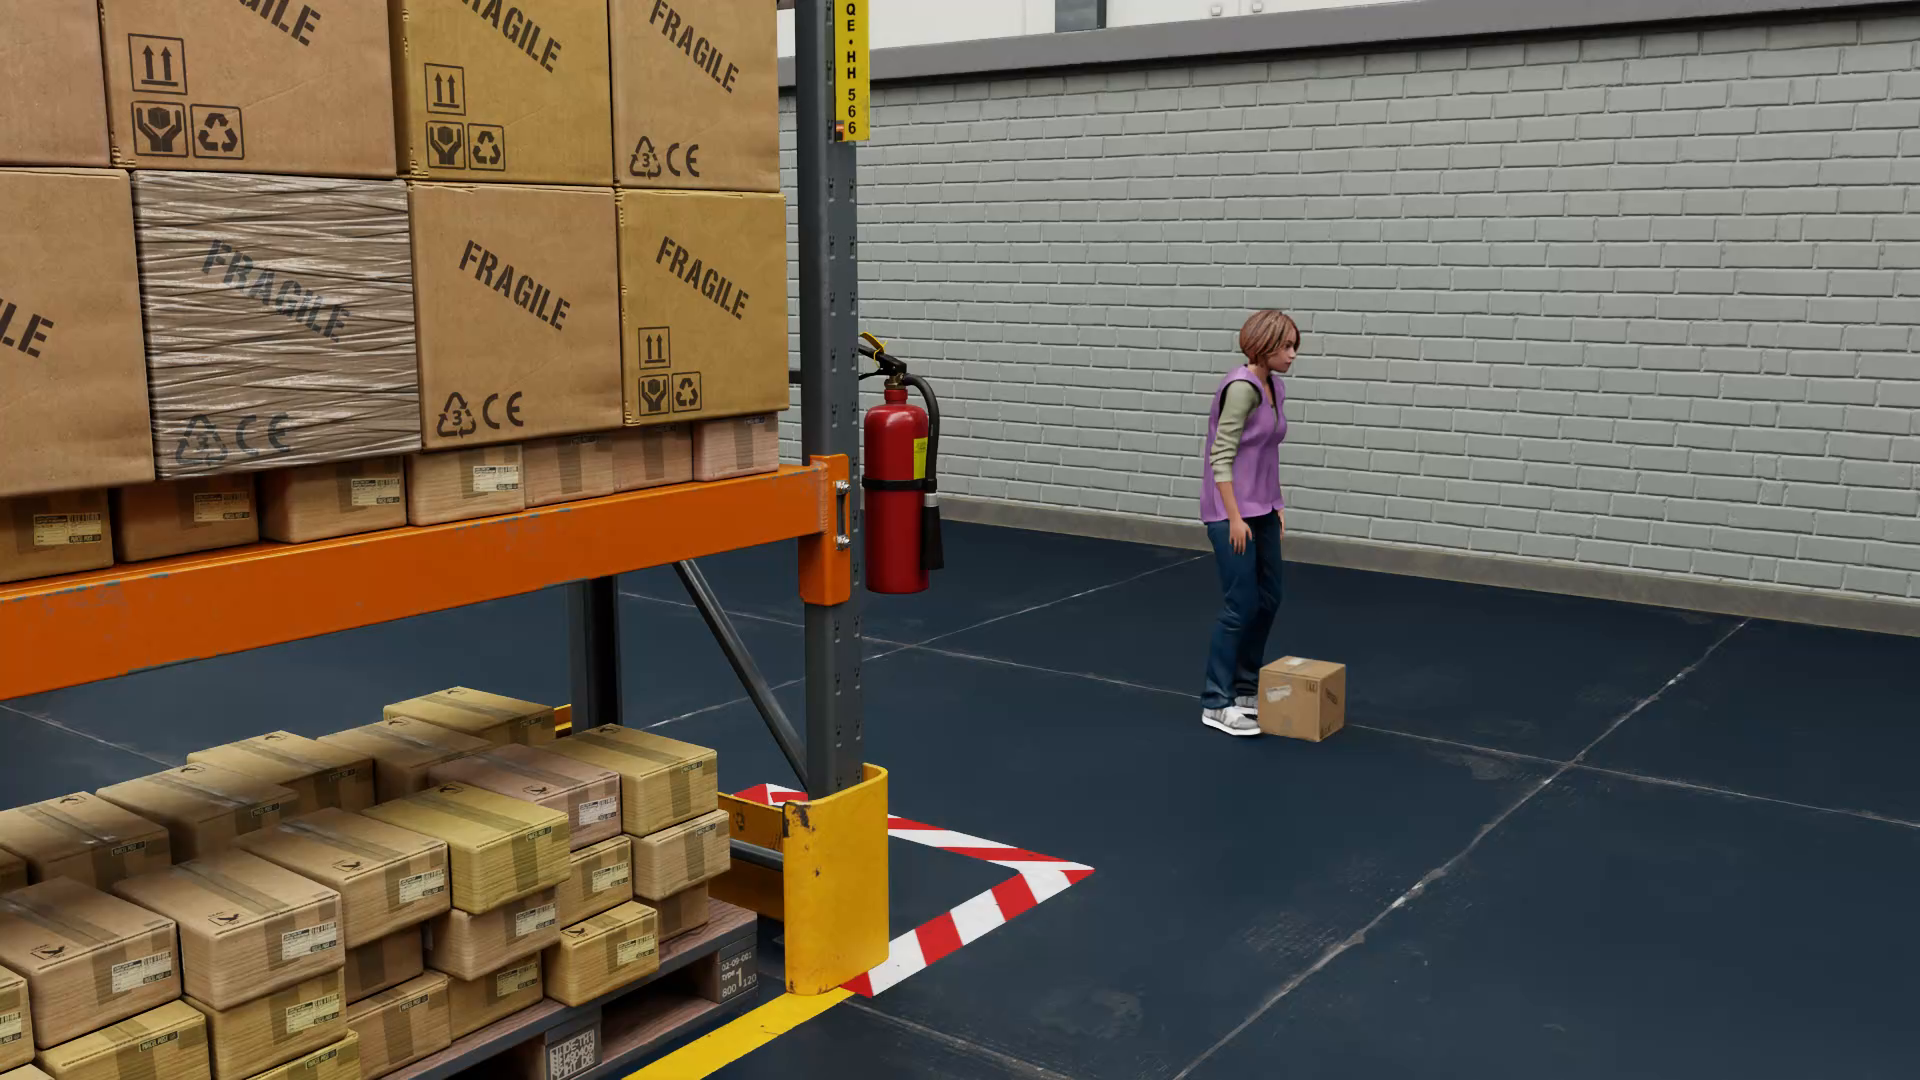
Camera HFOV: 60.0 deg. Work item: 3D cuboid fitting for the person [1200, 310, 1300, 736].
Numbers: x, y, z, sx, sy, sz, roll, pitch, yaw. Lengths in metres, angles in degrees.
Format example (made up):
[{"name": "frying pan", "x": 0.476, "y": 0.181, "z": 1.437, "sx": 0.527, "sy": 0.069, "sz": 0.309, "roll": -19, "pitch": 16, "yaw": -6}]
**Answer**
[{"name": "person", "x": 1.106, "y": -0.079, "z": 6.377, "sx": 0.347, "sy": 1.593, "sz": 0.462, "roll": 7, "pitch": 12, "yaw": 34}]
